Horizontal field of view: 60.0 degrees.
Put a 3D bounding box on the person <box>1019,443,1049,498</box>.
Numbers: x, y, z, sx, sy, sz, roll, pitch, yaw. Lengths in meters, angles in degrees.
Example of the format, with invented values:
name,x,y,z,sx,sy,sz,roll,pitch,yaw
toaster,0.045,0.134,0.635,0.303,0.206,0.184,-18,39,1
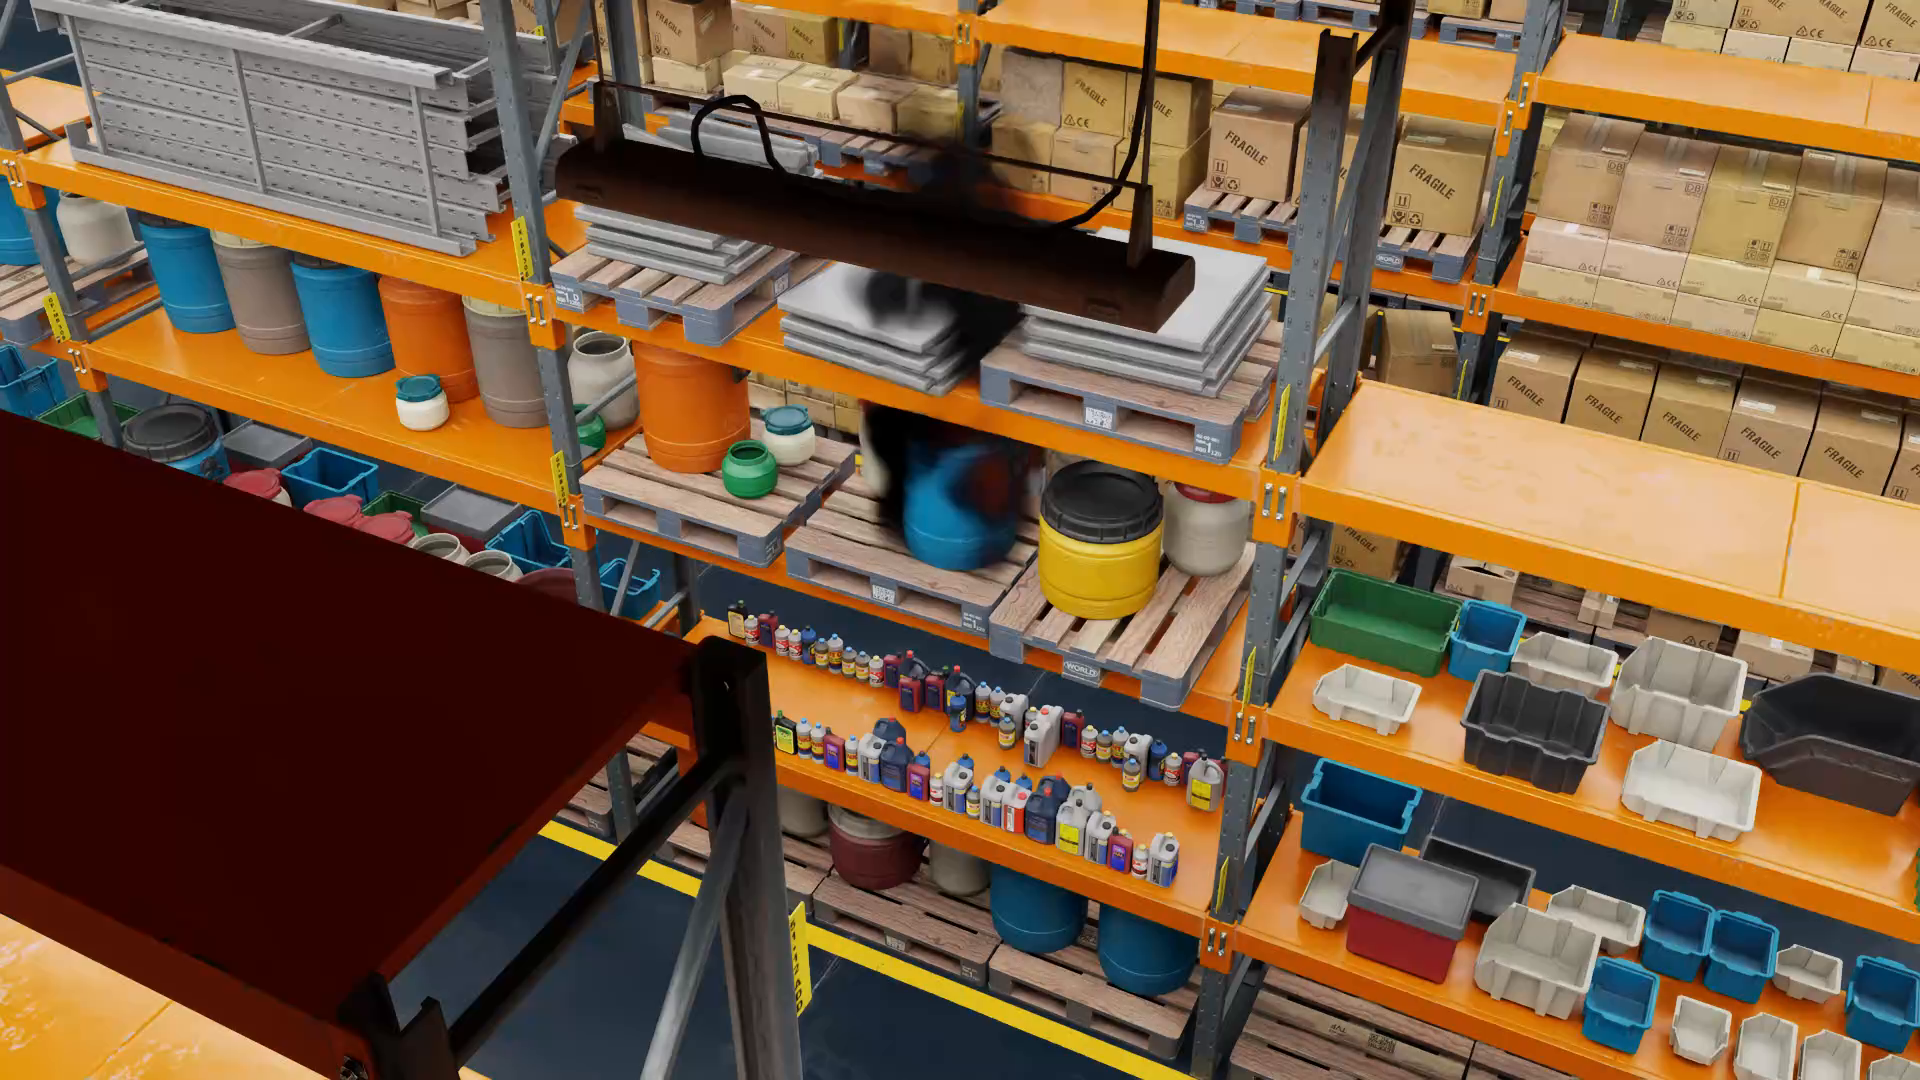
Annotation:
name,x,y,z,sx,sy,sz,roll,pitch,yaw
person,0.413,-0.092,12.014,0.458,1.580,0.554,8,36,12
